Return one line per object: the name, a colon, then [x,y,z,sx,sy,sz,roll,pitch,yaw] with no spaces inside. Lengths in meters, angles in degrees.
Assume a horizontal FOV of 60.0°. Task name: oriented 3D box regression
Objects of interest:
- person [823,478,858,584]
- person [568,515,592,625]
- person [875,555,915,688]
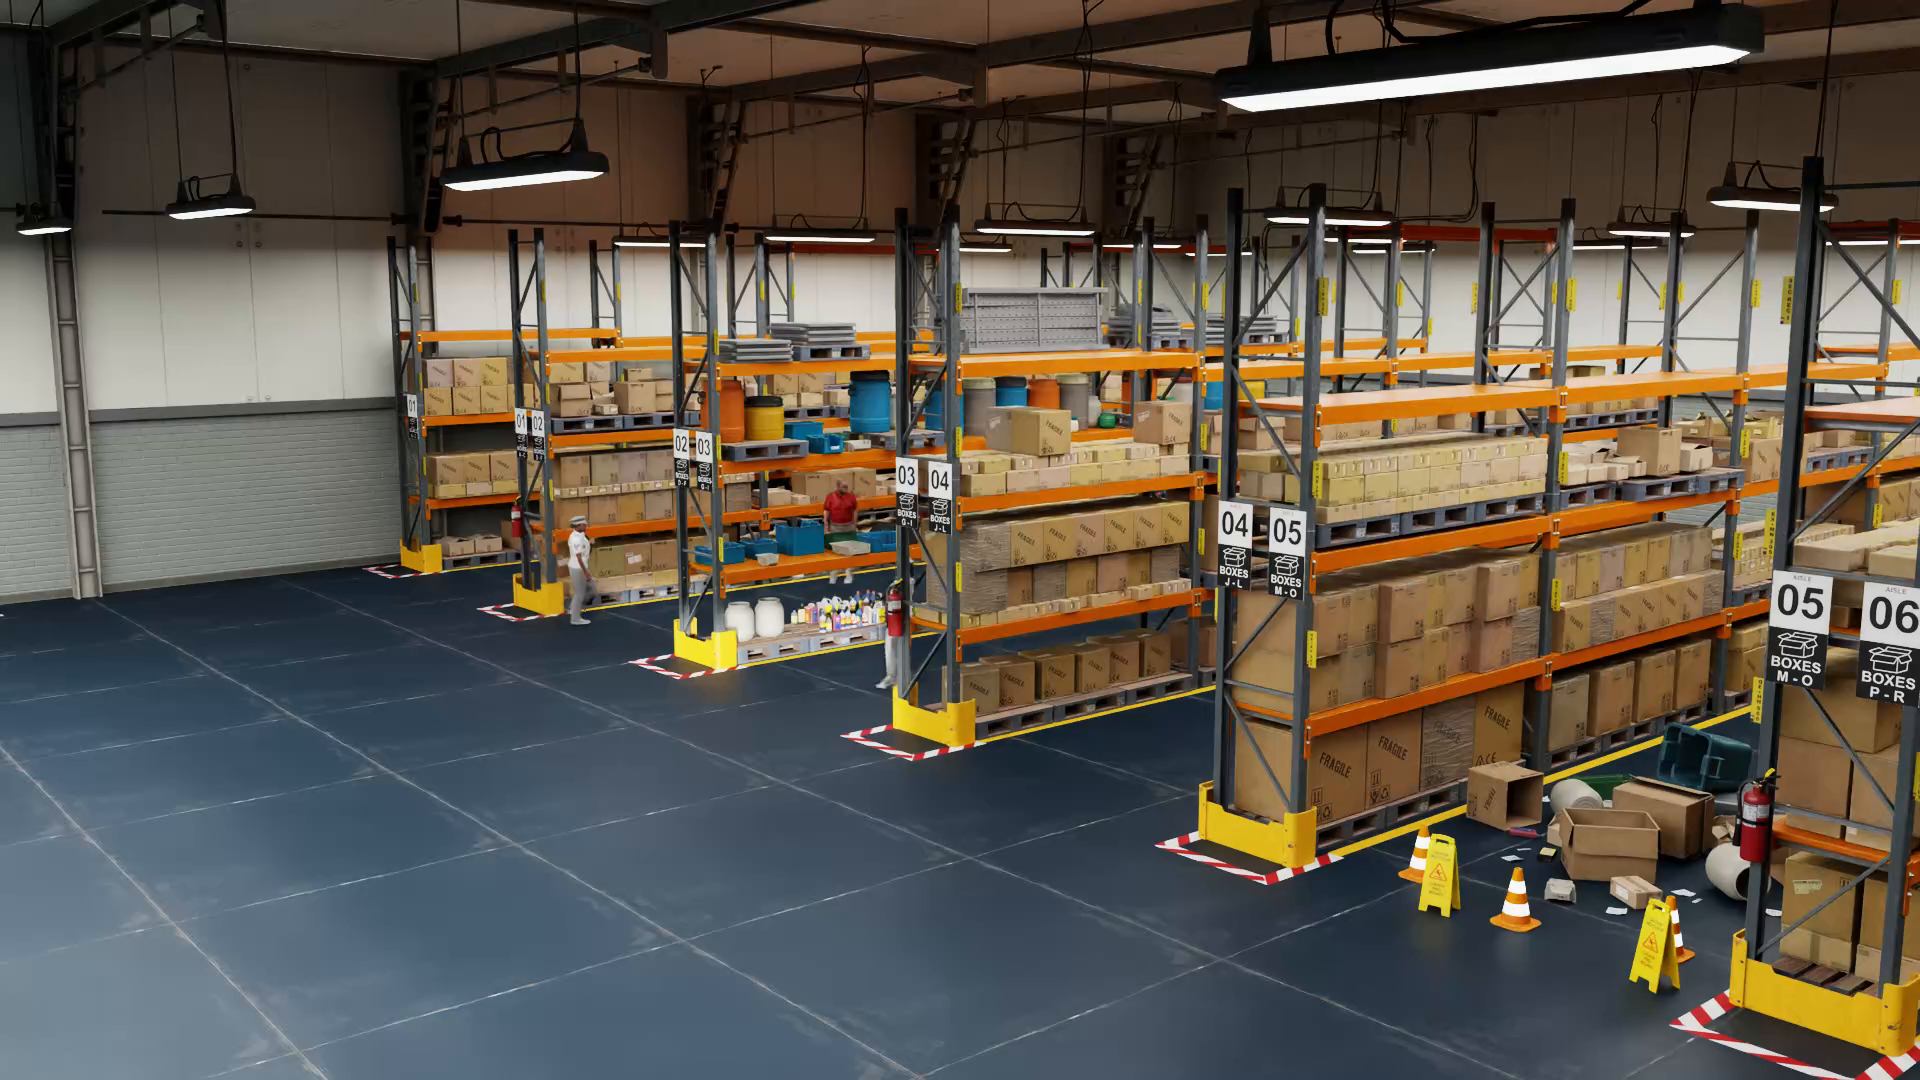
person: [-1.952,-0.160,27.180,0.567,1.740,0.401,0,9,-3]
person: [-5.775,0.461,25.289,0.358,1.698,0.456,-1,9,-10]
person: [-0.814,1.056,21.519,0.360,1.717,0.583,5,10,30]
